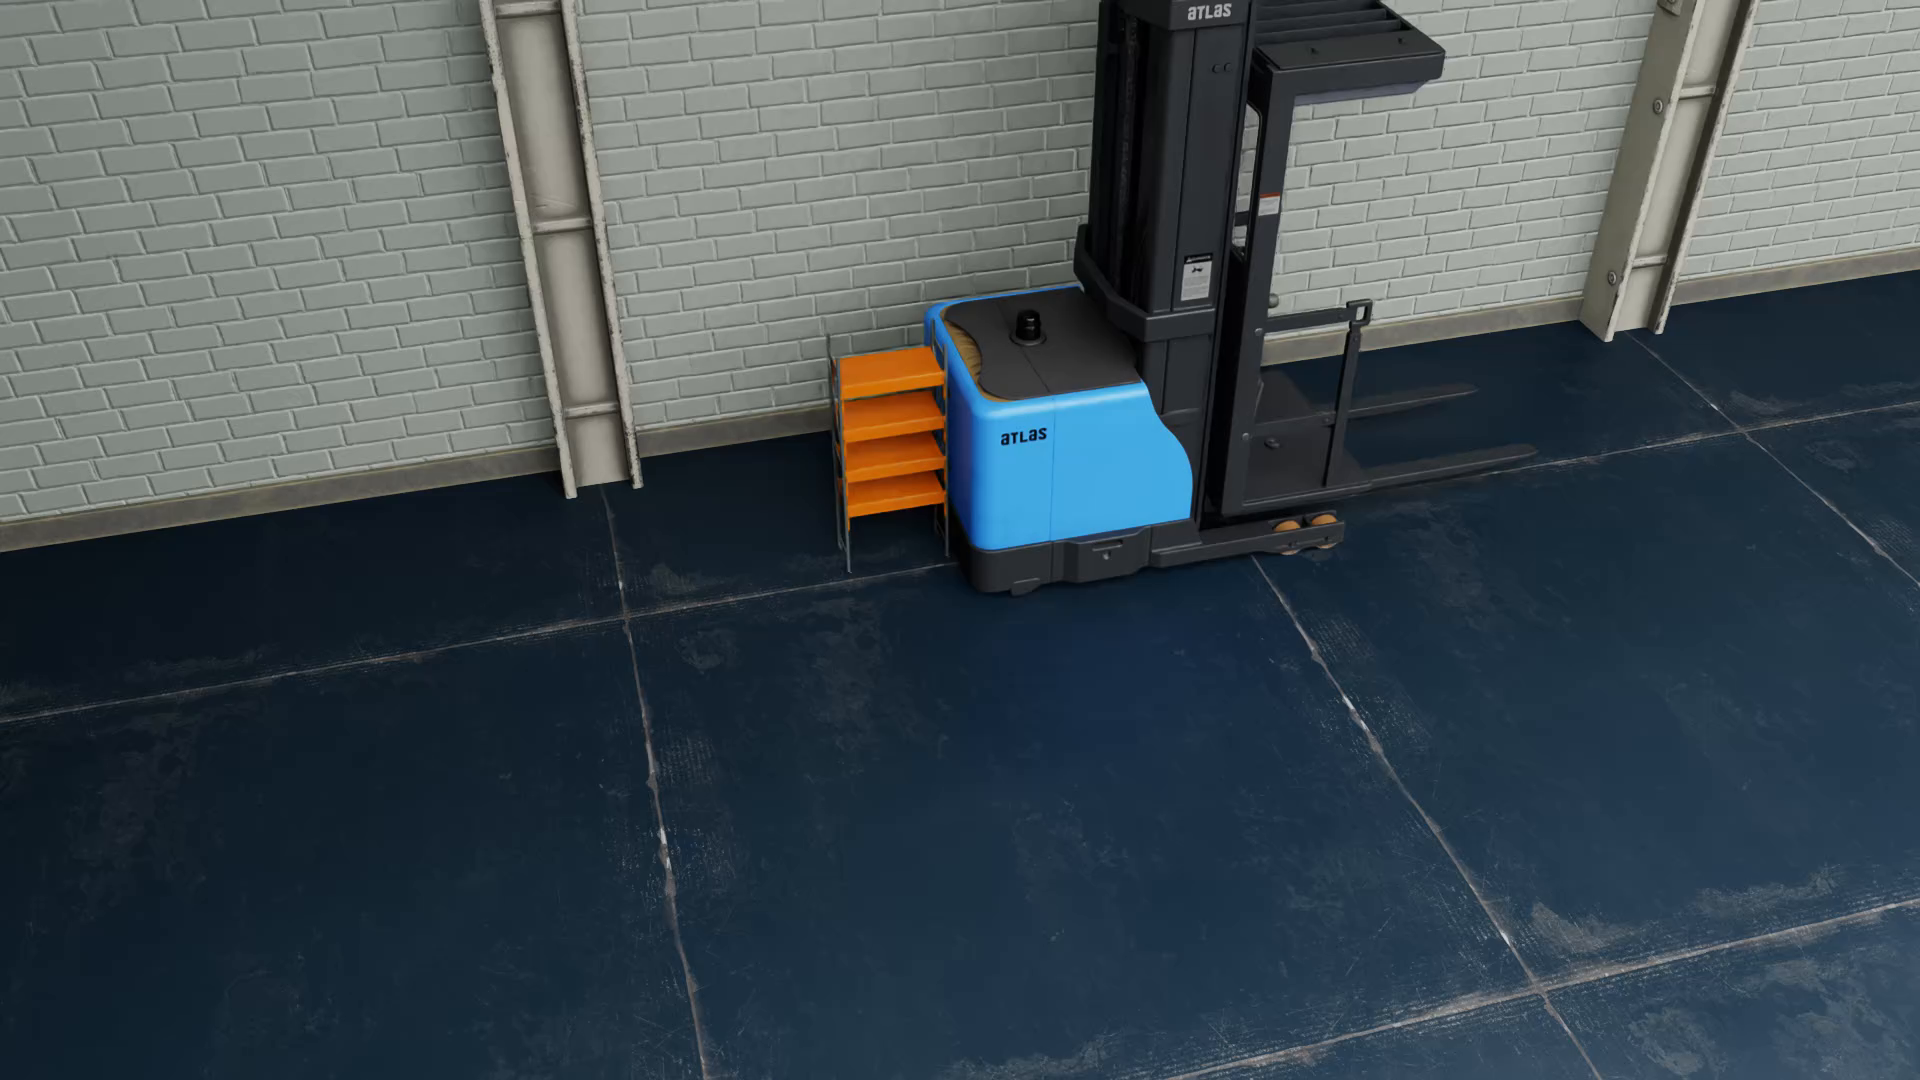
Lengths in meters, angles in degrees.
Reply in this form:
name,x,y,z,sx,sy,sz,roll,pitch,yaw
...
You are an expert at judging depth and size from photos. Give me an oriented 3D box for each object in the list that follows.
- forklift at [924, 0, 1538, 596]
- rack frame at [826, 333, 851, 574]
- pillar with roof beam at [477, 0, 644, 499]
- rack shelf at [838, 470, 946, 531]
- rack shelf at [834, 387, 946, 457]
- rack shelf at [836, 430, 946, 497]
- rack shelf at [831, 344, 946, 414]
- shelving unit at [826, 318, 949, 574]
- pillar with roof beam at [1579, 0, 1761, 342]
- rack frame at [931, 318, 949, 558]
name,x,y,z,sx,sy,sz,roll,pitch,yaw
forklift,1.389,-1.392,7.636,3.031,2.935,1.130,-9,38,-12
rack frame,-0.565,-0.384,7.744,0.015,1.200,0.240,-9,38,-12
pillar with roof beam,-0.743,-1.381,2.629,0.400,9.000,9.100,-9,38,-12
rack shelf,-0.329,-0.211,7.956,0.480,0.148,0.258,-9,38,-12
rack shelf,-0.329,-0.547,7.699,0.480,0.148,0.258,-9,38,-12
rack shelf,-0.329,-0.369,7.835,0.480,0.148,0.258,-9,38,-12
rack shelf,-0.329,-0.735,7.556,0.480,0.148,0.258,-9,38,-12
shelving unit,-0.329,-0.423,7.794,0.503,1.200,0.258,-9,38,-12
pillar with roof beam,5.050,-2.332,3.871,0.400,9.000,9.100,-9,38,-12
rack frame,-0.094,-0.461,7.845,0.015,1.200,0.240,-9,38,-12
